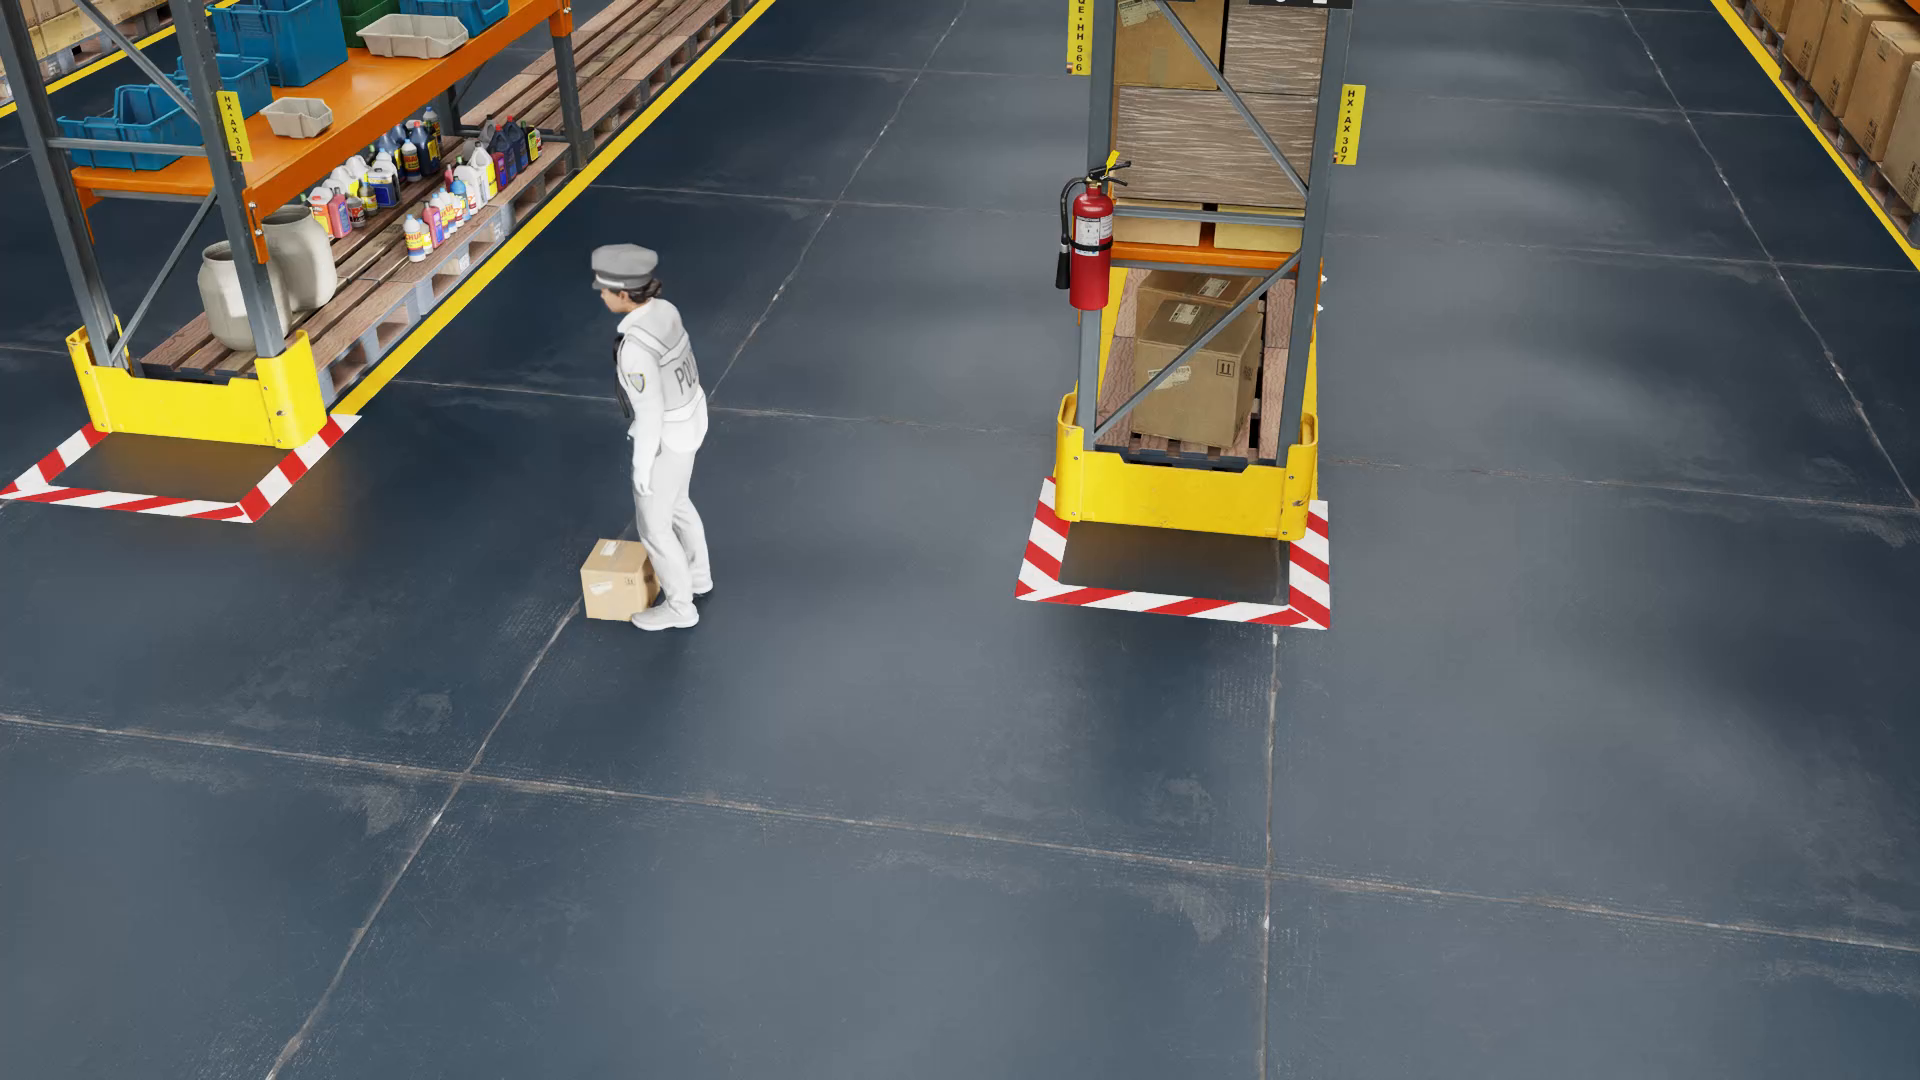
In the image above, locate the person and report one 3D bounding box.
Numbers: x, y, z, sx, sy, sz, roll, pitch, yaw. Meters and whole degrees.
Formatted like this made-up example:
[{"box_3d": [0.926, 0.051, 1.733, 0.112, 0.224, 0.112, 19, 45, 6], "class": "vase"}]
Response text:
[{"box_3d": [-1.222, -0.401, 6.764, 0.375, 1.662, 0.529, 4, 33, 6], "class": "person"}]
